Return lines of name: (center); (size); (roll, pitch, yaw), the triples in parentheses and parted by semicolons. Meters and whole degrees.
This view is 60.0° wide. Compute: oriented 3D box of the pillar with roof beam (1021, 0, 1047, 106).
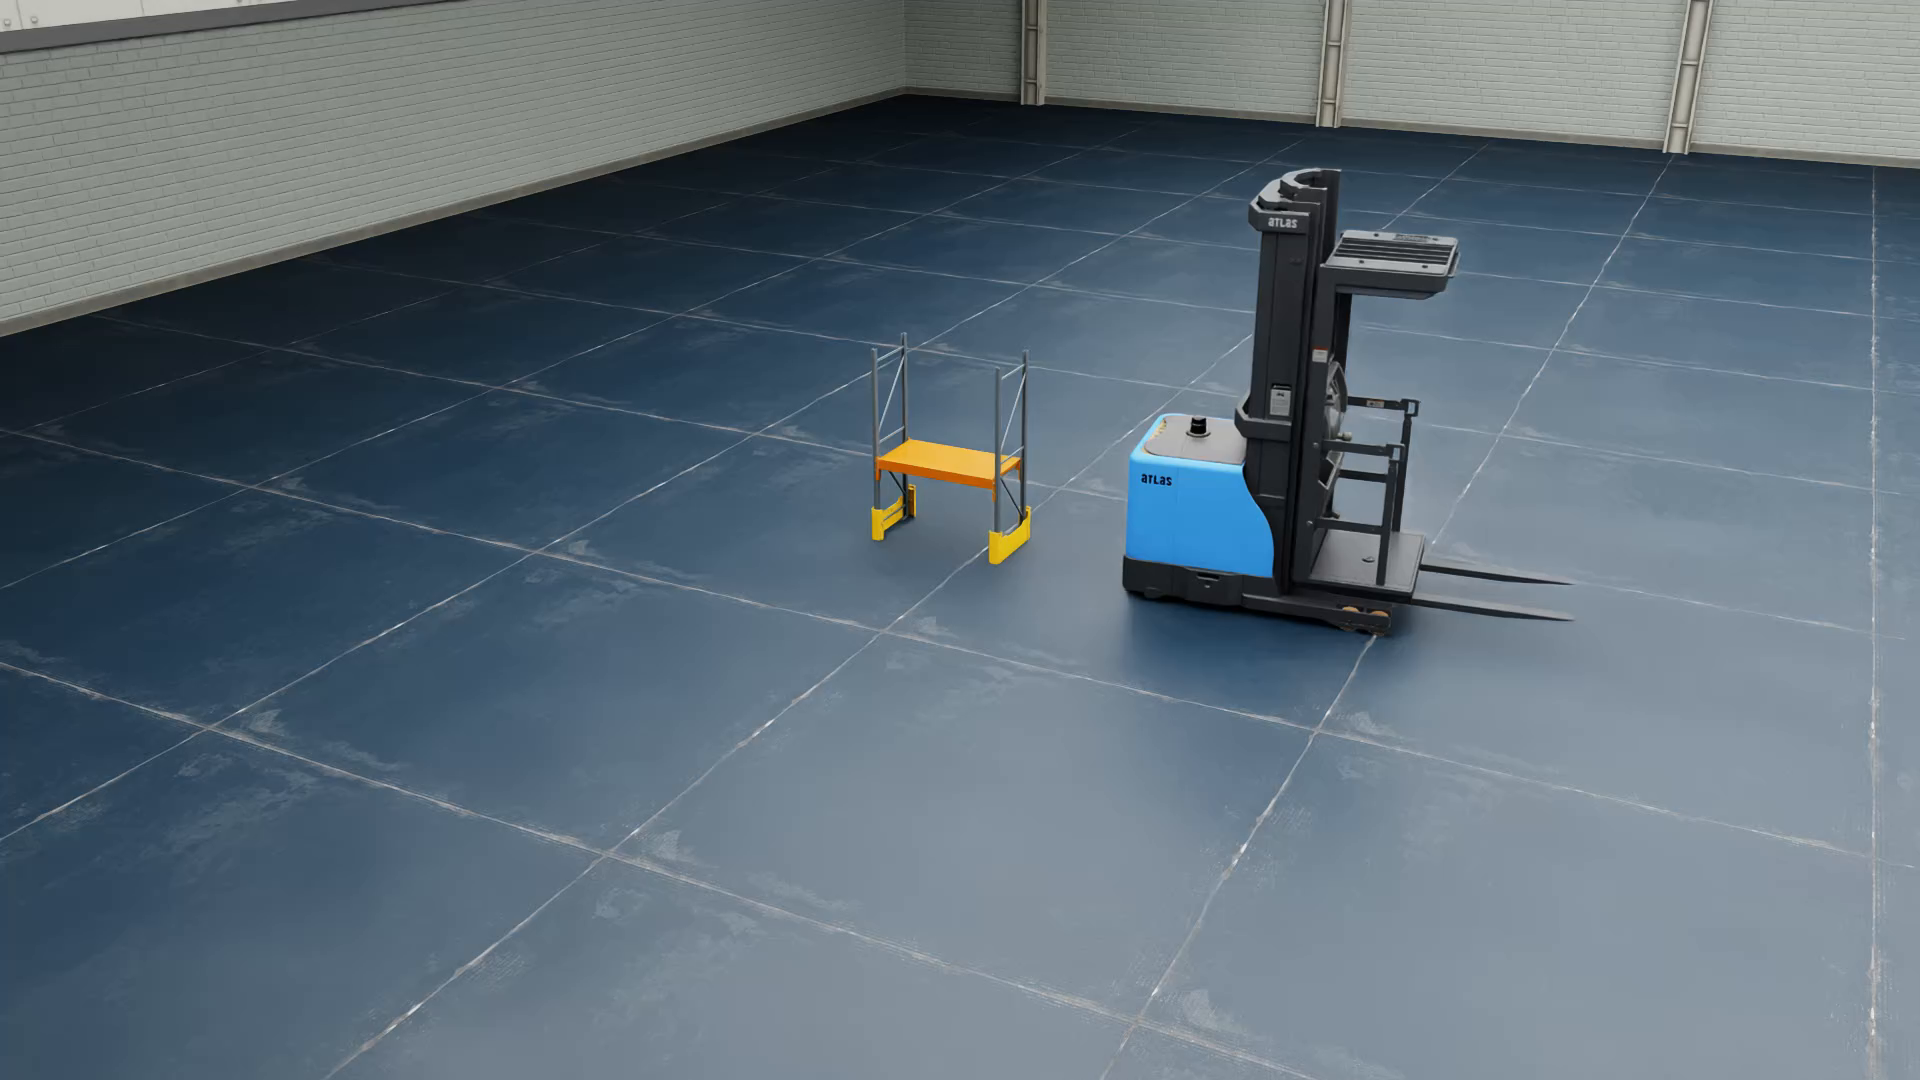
pillar with roof beam: (-0.488, -11.352, 27.944); (0.400, 9.000, 9.100); (11, 25, 25)

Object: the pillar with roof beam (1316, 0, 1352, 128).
pillar with roof beam: (4.867, -10.292, 25.453); (0.400, 9.000, 9.100); (11, 25, 25)

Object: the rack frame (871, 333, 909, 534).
rack frame: (-0.530, -0.795, 12.703); (0.032, 1.500, 0.500); (11, 25, 25)

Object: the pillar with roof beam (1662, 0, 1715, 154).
pillar with roof beam: (10.221, -9.233, 22.961); (0.400, 9.000, 9.100); (11, 25, 25)

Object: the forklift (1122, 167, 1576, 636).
forklift: (2.726, -0.937, 11.207); (3.031, 2.935, 1.130); (8, 24, 18)

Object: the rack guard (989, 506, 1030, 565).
rack guard: (0.376, -0.041, 12.526); (0.087, 0.250, 0.587); (11, 25, 25)

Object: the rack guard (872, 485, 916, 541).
rack guard: (-0.512, -0.216, 12.940); (0.087, 0.250, 0.587); (11, 25, 25)

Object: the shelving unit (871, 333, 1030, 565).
shelving unit: (-0.068, -0.704, 12.488); (1.083, 1.500, 0.587); (11, 25, 25)

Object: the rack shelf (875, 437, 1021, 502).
rack shelf: (-0.076, -0.540, 12.562); (1.000, 0.185, 0.538); (11, 25, 25)

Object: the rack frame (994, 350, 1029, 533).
rack frame: (0.378, -0.615, 12.281); (0.032, 1.500, 0.500); (11, 25, 25)
